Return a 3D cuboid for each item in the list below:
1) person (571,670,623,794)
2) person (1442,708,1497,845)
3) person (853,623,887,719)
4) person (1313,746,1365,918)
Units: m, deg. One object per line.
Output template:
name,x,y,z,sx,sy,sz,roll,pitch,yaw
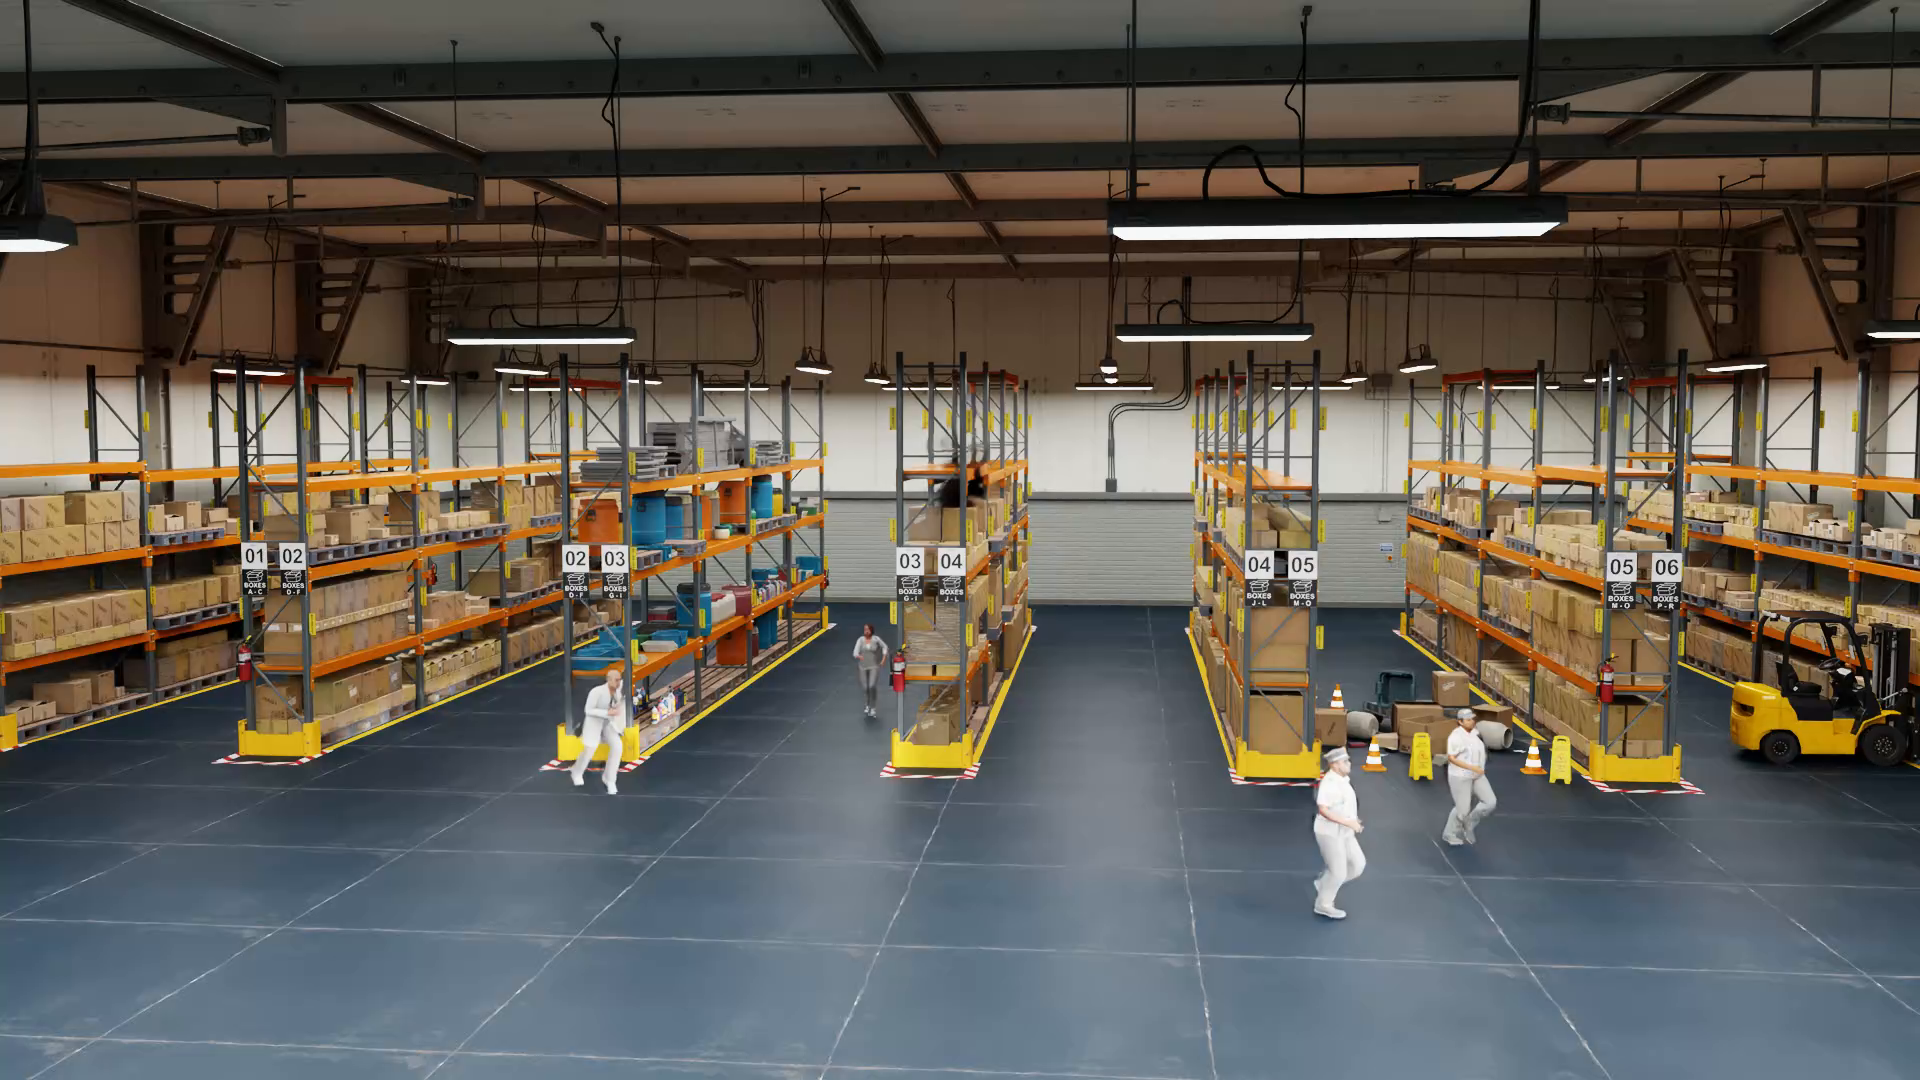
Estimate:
person,-4.903,2.588,22.566,1.077,1.733,0.750,3,5,37
person,5.988,2.791,19.588,0.608,1.631,0.598,-3,5,-34
person,-1.528,2.222,28.143,0.550,1.601,0.684,0,4,7
person,3.825,2.938,16.758,0.592,1.736,0.675,2,5,31
